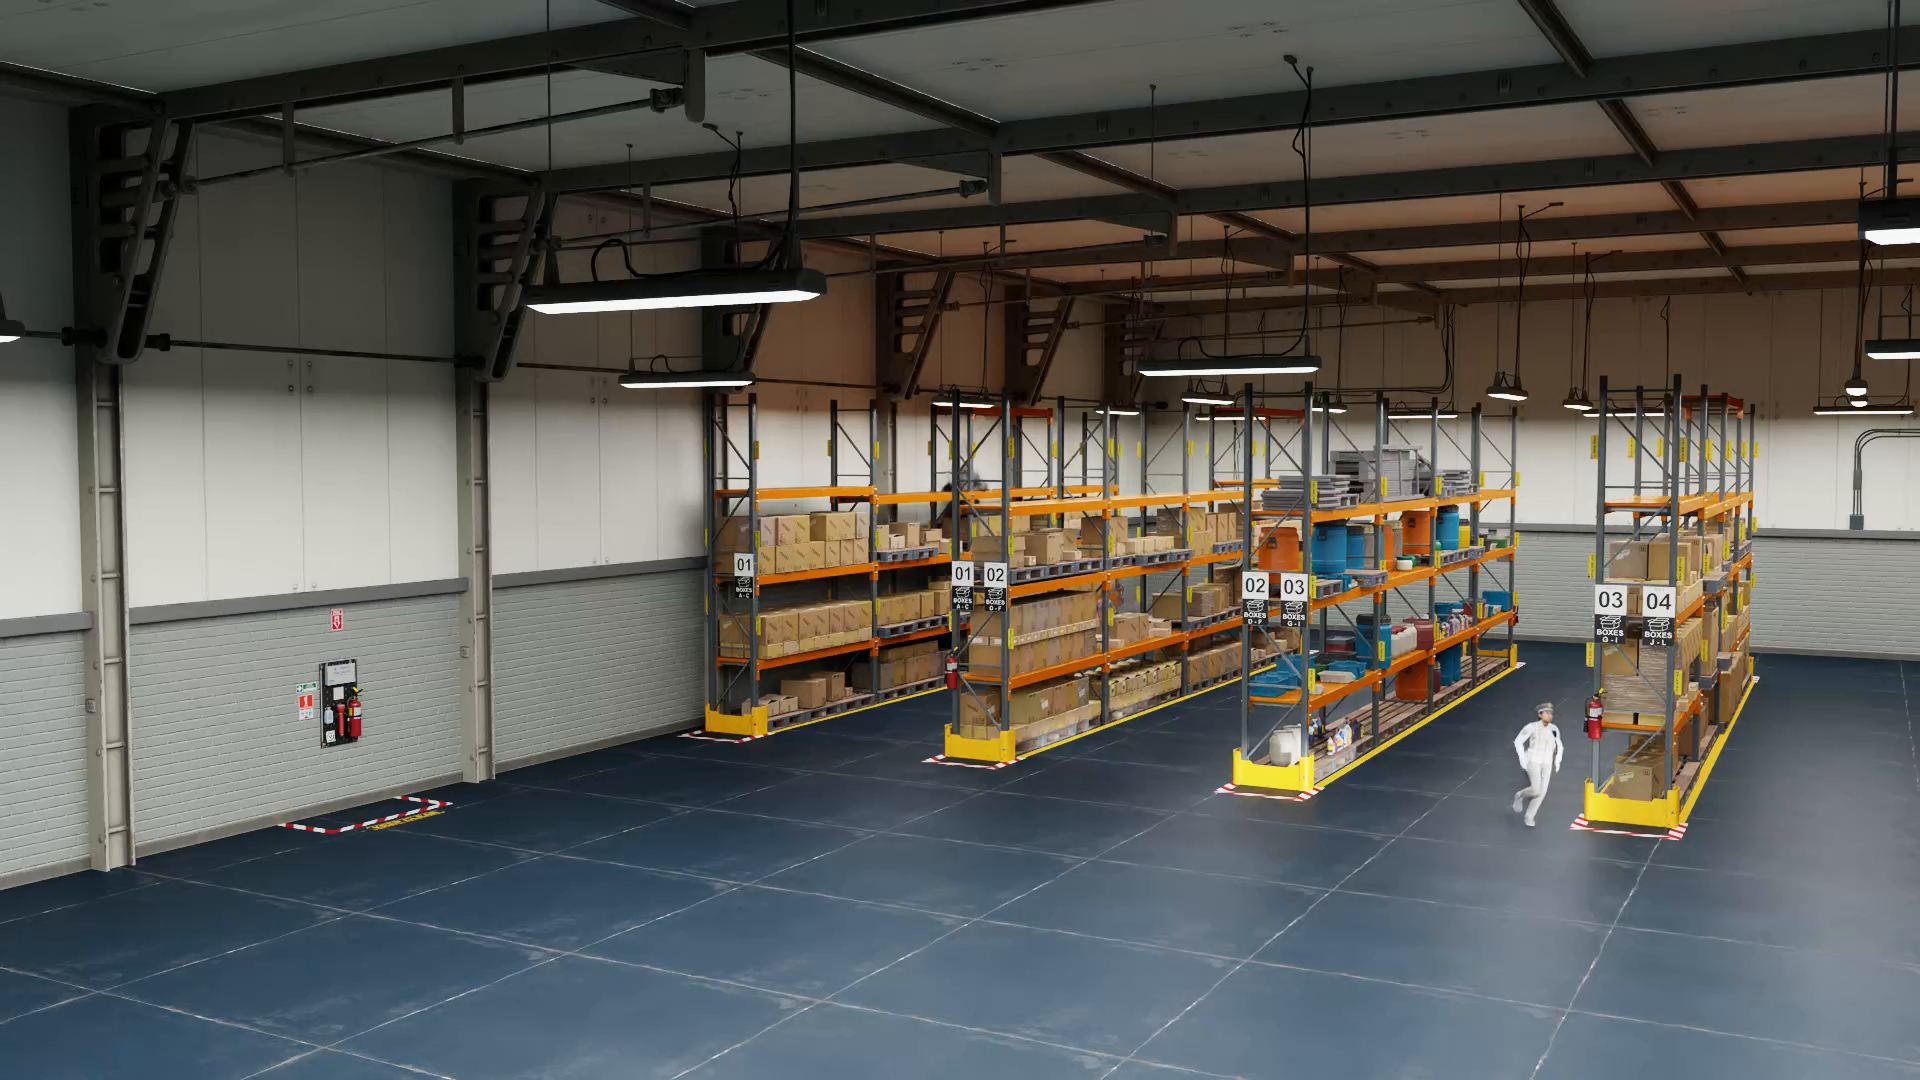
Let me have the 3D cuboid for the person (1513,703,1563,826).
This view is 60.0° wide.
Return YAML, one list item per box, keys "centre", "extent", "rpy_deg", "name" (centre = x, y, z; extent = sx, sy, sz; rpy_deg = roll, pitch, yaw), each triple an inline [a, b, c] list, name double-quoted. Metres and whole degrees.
- centre: [7.790, 2.984, 22.292]
  extent: [0.650, 1.618, 0.516]
  rpy_deg: [0, 3, -6]
  name: "person"

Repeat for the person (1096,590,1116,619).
- centre: [3.268, 1.895, 37.937]
  extent: [0.533, 1.534, 0.519]
  rpy_deg: [1, 3, 18]
  name: "person"
